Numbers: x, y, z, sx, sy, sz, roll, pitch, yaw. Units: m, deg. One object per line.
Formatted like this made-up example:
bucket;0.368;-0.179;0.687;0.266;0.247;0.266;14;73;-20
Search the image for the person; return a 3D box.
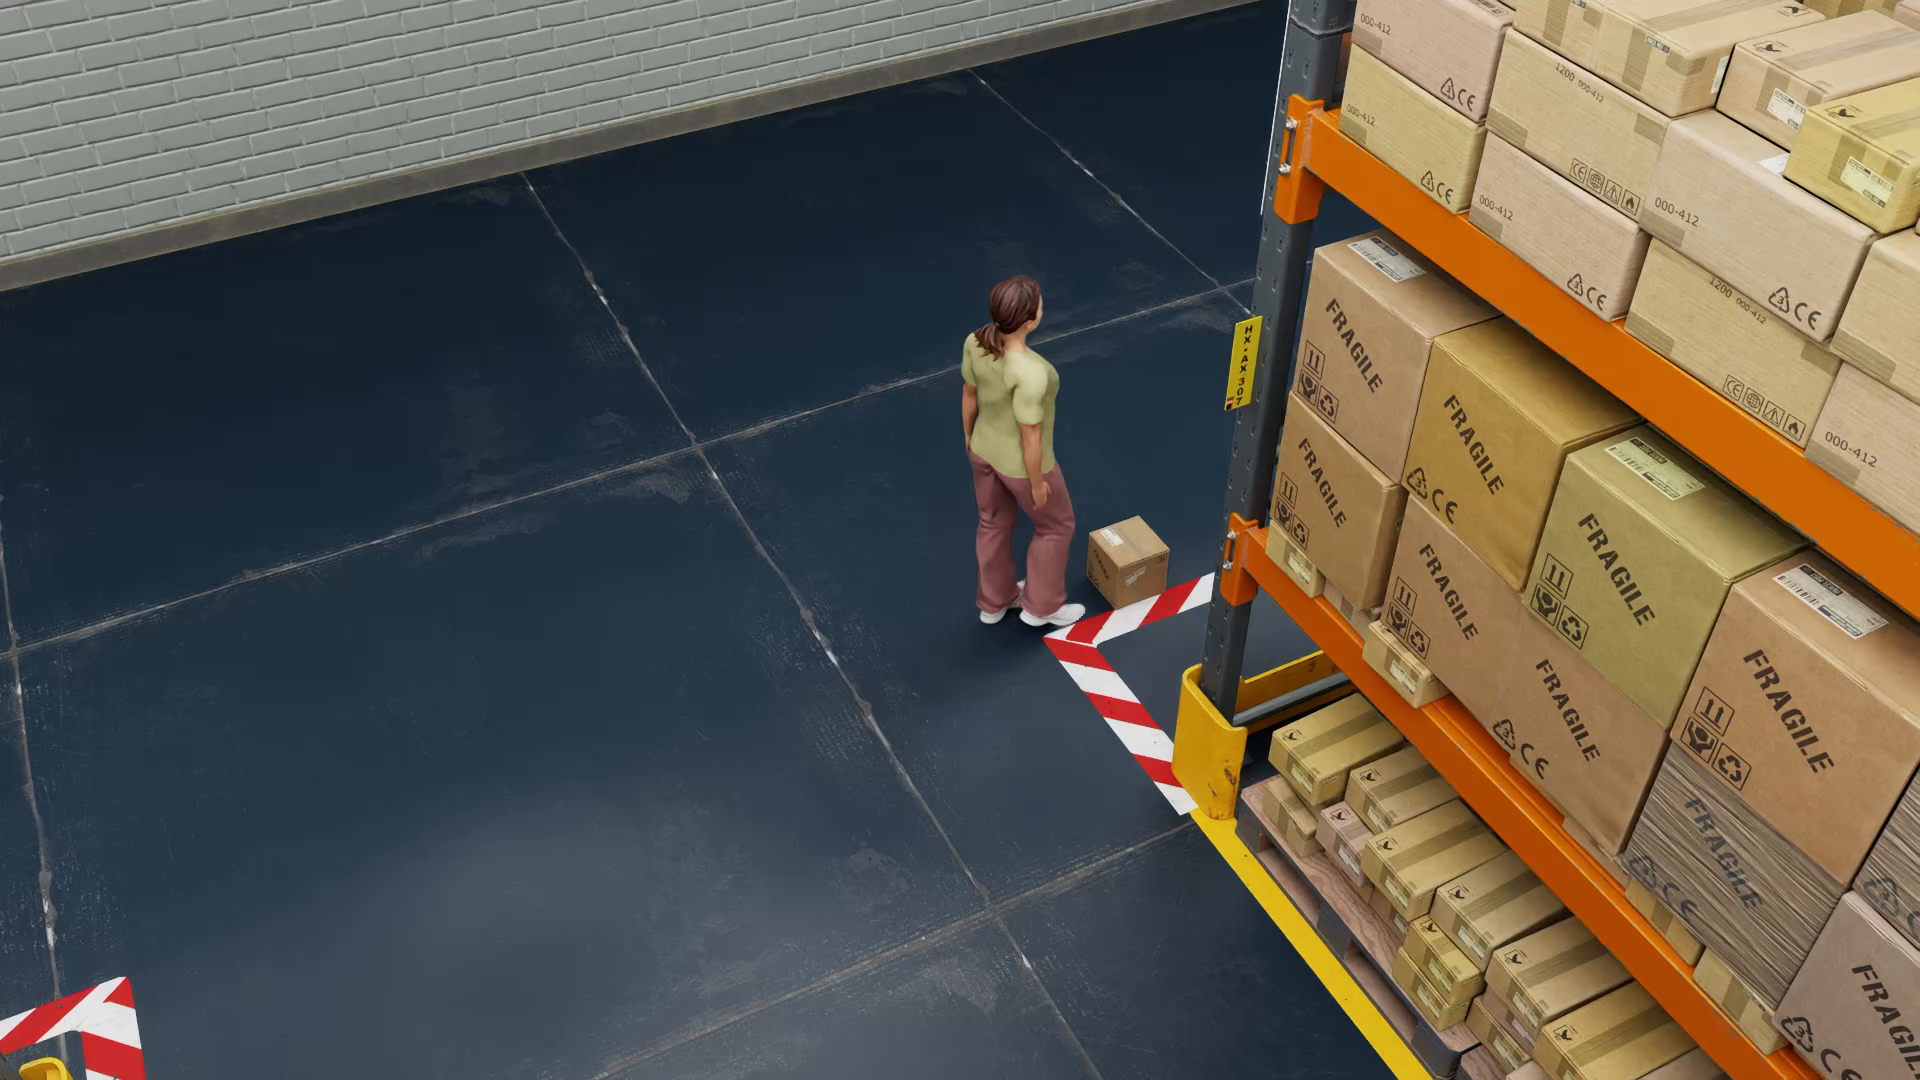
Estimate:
person;0.233;-0.326;6.542;0.447;1.699;0.455;-31;50;-30
